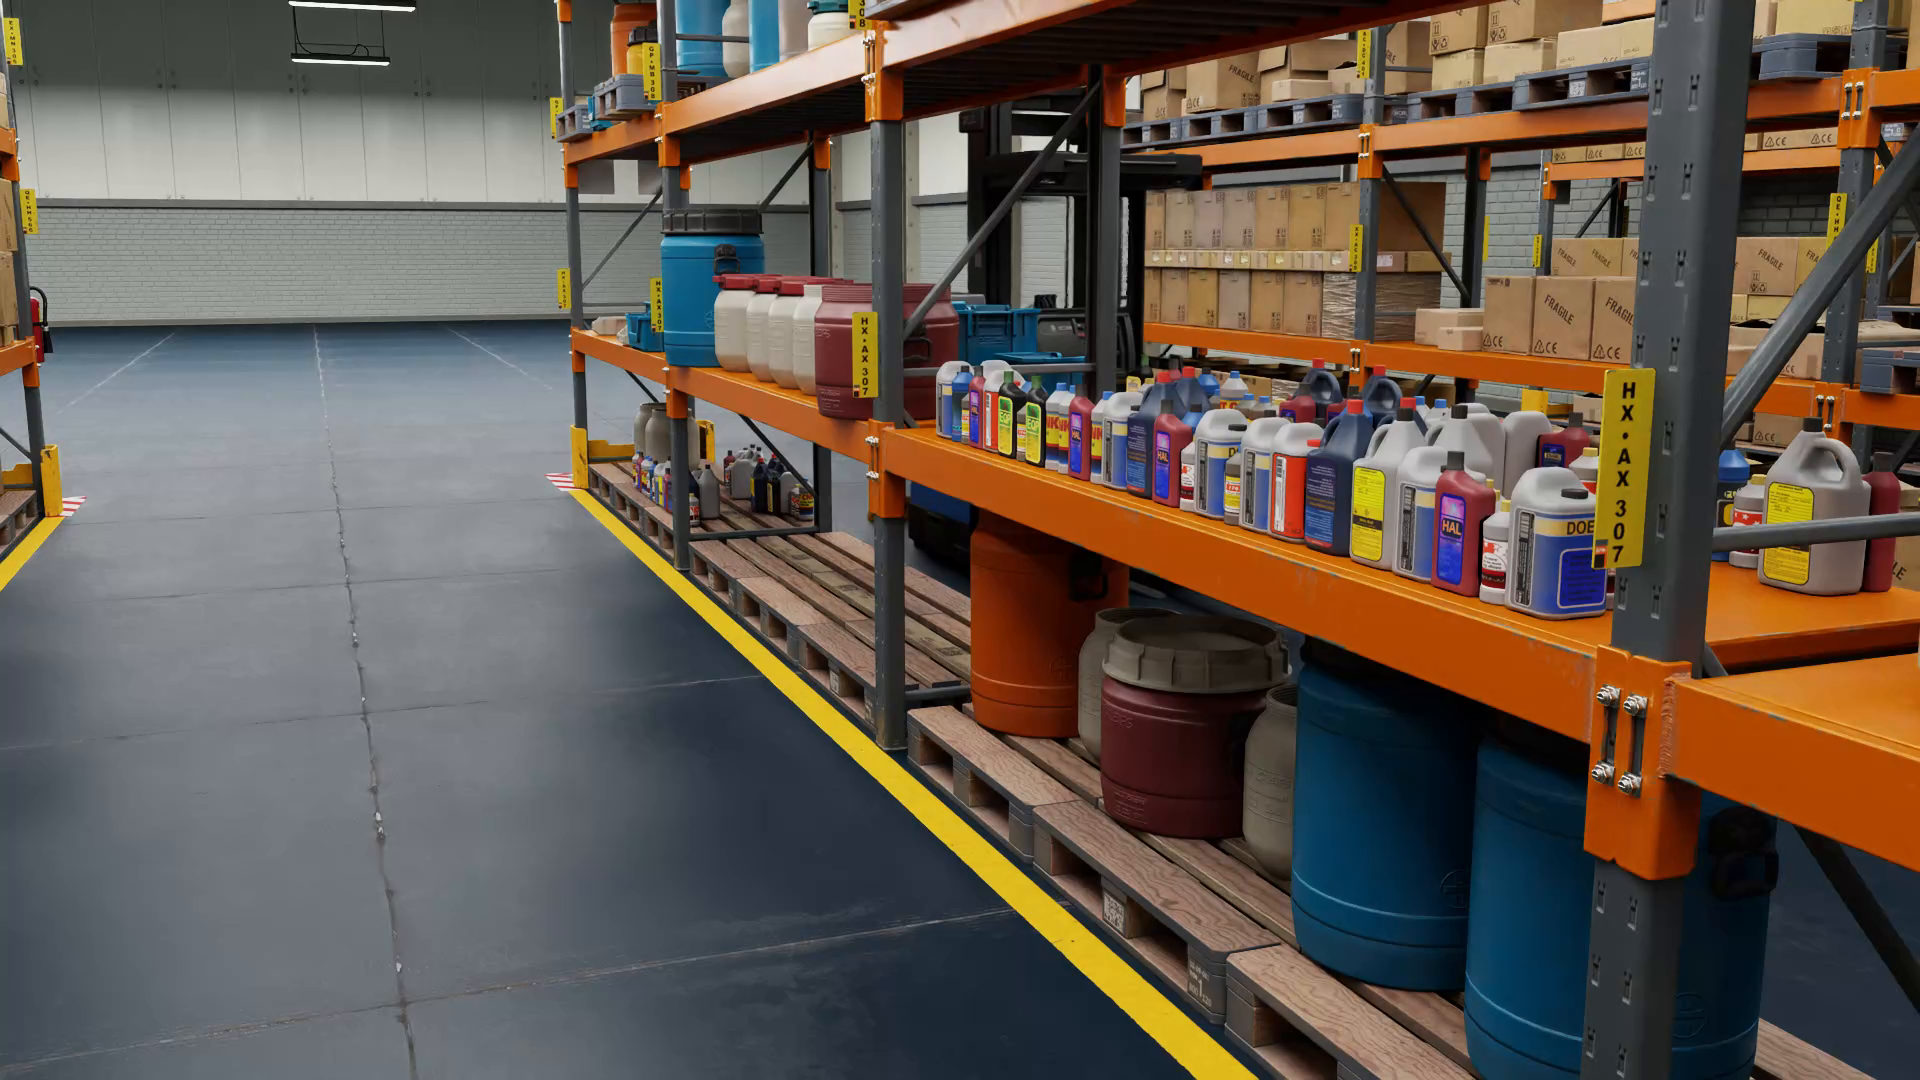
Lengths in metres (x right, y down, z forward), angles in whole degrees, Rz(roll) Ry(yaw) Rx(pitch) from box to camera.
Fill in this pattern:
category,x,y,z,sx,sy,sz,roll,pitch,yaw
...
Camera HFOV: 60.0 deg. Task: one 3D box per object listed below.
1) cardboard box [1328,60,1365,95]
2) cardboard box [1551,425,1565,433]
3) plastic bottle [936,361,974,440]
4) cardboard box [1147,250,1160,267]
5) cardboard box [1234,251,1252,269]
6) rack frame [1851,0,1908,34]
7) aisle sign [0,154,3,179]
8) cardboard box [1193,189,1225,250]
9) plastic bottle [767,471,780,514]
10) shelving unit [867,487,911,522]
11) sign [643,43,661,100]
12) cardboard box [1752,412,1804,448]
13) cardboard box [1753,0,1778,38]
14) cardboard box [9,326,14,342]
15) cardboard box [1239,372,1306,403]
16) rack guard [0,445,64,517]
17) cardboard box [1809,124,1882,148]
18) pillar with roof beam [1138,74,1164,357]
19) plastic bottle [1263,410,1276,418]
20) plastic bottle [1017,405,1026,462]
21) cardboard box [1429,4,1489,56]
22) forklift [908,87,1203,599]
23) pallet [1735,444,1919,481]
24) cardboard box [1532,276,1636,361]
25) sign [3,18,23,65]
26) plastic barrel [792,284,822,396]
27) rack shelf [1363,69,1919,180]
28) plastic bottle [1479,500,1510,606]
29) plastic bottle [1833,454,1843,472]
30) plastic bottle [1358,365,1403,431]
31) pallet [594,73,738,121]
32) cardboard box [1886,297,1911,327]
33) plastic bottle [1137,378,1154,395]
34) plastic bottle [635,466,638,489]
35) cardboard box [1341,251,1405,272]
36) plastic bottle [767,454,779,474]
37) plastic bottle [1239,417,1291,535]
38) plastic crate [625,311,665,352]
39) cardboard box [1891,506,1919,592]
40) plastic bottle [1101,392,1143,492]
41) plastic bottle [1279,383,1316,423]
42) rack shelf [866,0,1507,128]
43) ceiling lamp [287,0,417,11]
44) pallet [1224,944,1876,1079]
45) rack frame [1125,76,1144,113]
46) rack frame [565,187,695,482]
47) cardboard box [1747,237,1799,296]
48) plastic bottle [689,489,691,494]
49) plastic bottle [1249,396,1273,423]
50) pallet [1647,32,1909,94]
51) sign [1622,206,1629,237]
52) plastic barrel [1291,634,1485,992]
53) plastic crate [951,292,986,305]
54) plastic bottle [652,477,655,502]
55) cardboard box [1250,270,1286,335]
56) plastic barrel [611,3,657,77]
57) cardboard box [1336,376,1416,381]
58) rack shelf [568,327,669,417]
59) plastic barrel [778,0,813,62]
category,x,y,z,sx,sy,sz,roll,pitch,yaw
cardboard box,3.182,-3.529,12.784,0.500,0.311,0.500,-5,11,-24
cardboard box,3.923,-0.630,11.447,0.500,0.311,0.500,-4,11,-19
plastic bottle,0.002,-0.514,6.101,0.152,0.276,0.135,-4,11,-21
cardboard box,1.905,-2.534,14.963,0.380,0.149,0.250,-4,11,-22
cardboard box,2.459,-2.283,13.552,0.380,0.149,0.250,-4,11,-19
rack frame,4.764,-3.934,7.841,1.000,3.000,0.127,-4,11,-21
aisle sign,-7.112,-2.967,12.112,0.394,0.787,0.004,-4,11,-21
cardboard box,2.421,-2.721,14.160,0.700,0.500,0.500,-4,11,-21
plastic bottle,-1.252,-0.323,11.169,0.061,0.283,0.133,-4,11,-21
shelving unit,-0.199,-0.813,11.709,0.587,1.500,1.083,-4,11,-23
sign,-1.820,-2.768,9.823,0.100,0.325,0.005,-4,11,-21
cardboard box,7.517,-1.101,14.926,0.500,0.500,0.500,-5,11,-25
cardboard box,4.341,-2.745,8.950,0.500,0.250,0.500,-4,11,-19
cardboard box,-7.073,-1.501,12.010,0.380,0.149,0.250,-4,11,-21
cardboard box,2.588,-1.081,13.443,0.500,0.500,0.500,-4,11,-21
rack guard,-7.341,-0.415,12.325,1.175,0.500,0.348,-4,11,-21
cardboard box,7.516,-3.551,13.912,0.500,0.500,0.500,-4,11,-19
pillar with roof beam,-0.820,-7.181,26.094,9.100,9.000,0.400,-4,11,-21
plastic bottle,0.813,-0.207,4.385,0.097,0.271,0.097,0,10,0
plastic bottle,0.234,-0.360,5.444,0.097,0.201,0.097,0,10,0
cardboard box,3.502,-3.509,11.104,0.500,0.500,0.500,-4,11,-20
forklift,0.706,-1.194,9.763,1.130,2.935,3.031,-4,11,-23
pallet,7.654,-0.683,14.655,1.003,0.211,1.213,-4,11,-21
cardboard box,3.950,-1.388,10.374,0.500,0.500,0.500,-4,11,-21
sign,-6.844,-3.603,12.016,0.100,0.325,0.005,-4,11,-21
plastic barrel,-0.578,-0.945,7.847,0.421,0.512,0.421,0,10,0
rack shelf,4.040,-2.429,10.002,1.077,0.370,4.000,-4,11,-21
plastic bottle,1.084,0.023,3.292,0.097,0.201,0.097,0,10,0
plastic bottle,1.812,-0.065,3.553,0.061,0.283,0.133,-4,11,-21
plastic bottle,1.239,-0.336,4.886,0.144,0.351,0.185,-4,11,-21
pallet,-1.656,-2.815,10.654,1.213,0.211,1.003,-4,11,-21
cardboard box,7.960,-1.974,14.326,0.500,0.250,0.500,-4,11,-20
plastic bottle,0.715,-0.510,6.288,0.097,0.201,0.097,0,10,0
plastic bottle,-2.349,-0.479,12.280,0.097,0.201,0.097,0,10,0
cardboard box,3.017,-2.033,12.144,0.380,0.149,0.250,-4,11,-21
plastic bottle,-1.277,-0.421,11.528,0.144,0.351,0.185,-4,11,-23
plastic bottle,0.788,-0.160,4.110,0.152,0.276,0.135,-4,11,-21
plastic crate,-1.957,-1.410,11.204,0.499,0.251,0.616,-4,11,-21
cardboard box,4.663,0.126,8.027,0.500,0.500,0.500,-3,11,-18
plastic bottle,0.504,-0.288,4.828,0.152,0.276,0.135,-4,11,-21
plastic bottle,1.037,-0.344,5.124,0.061,0.283,0.133,-4,11,-21
rack shelf,0.871,-1.463,4.567,1.077,0.370,4.000,-4,11,-21
ceiling lamp,-10.093,-10.368,27.342,2.000,3.185,0.800,-4,11,-21
pallet,1.355,1.231,3.899,1.003,0.211,1.213,-4,11,-21
rack frame,1.865,-5.240,15.182,1.000,3.000,0.127,-4,11,-21
rack frame,-2.753,-1.972,13.943,1.000,3.000,0.127,-4,11,-21
cardboard box,7.285,-2.392,14.532,0.500,0.500,0.500,-4,11,-21
plastic bottle,-1.785,-0.256,10.796,0.061,0.283,0.133,-3,11,-18
plastic bottle,1.011,-0.377,5.540,0.097,0.201,0.097,0,10,0
pallet,4.435,-2.469,8.711,1.213,0.211,1.003,-3,11,-18
sign,7.006,-3.359,17.528,0.100,0.325,0.005,-4,11,-21
plastic barrel,1.158,0.607,4.234,0.600,0.901,0.708,-4,11,-21
plastic crate,-0.154,-0.981,8.189,0.402,0.464,0.583,-4,11,-21
plastic bottle,-2.115,-0.374,11.689,0.097,0.201,0.097,0,10,0
cardboard box,2.773,-1.922,13.376,0.700,0.500,0.500,-4,11,-20
plastic barrel,-2.458,-3.796,13.206,0.600,0.830,0.708,-4,11,-21
cardboard box,3.250,-1.032,13.168,0.500,0.500,0.500,-4,11,-21
rack shelf,-2.028,-1.292,12.171,1.077,0.370,4.000,-4,11,-21
plastic barrel,-0.680,-2.867,8.977,0.600,0.901,0.600,0,10,0
